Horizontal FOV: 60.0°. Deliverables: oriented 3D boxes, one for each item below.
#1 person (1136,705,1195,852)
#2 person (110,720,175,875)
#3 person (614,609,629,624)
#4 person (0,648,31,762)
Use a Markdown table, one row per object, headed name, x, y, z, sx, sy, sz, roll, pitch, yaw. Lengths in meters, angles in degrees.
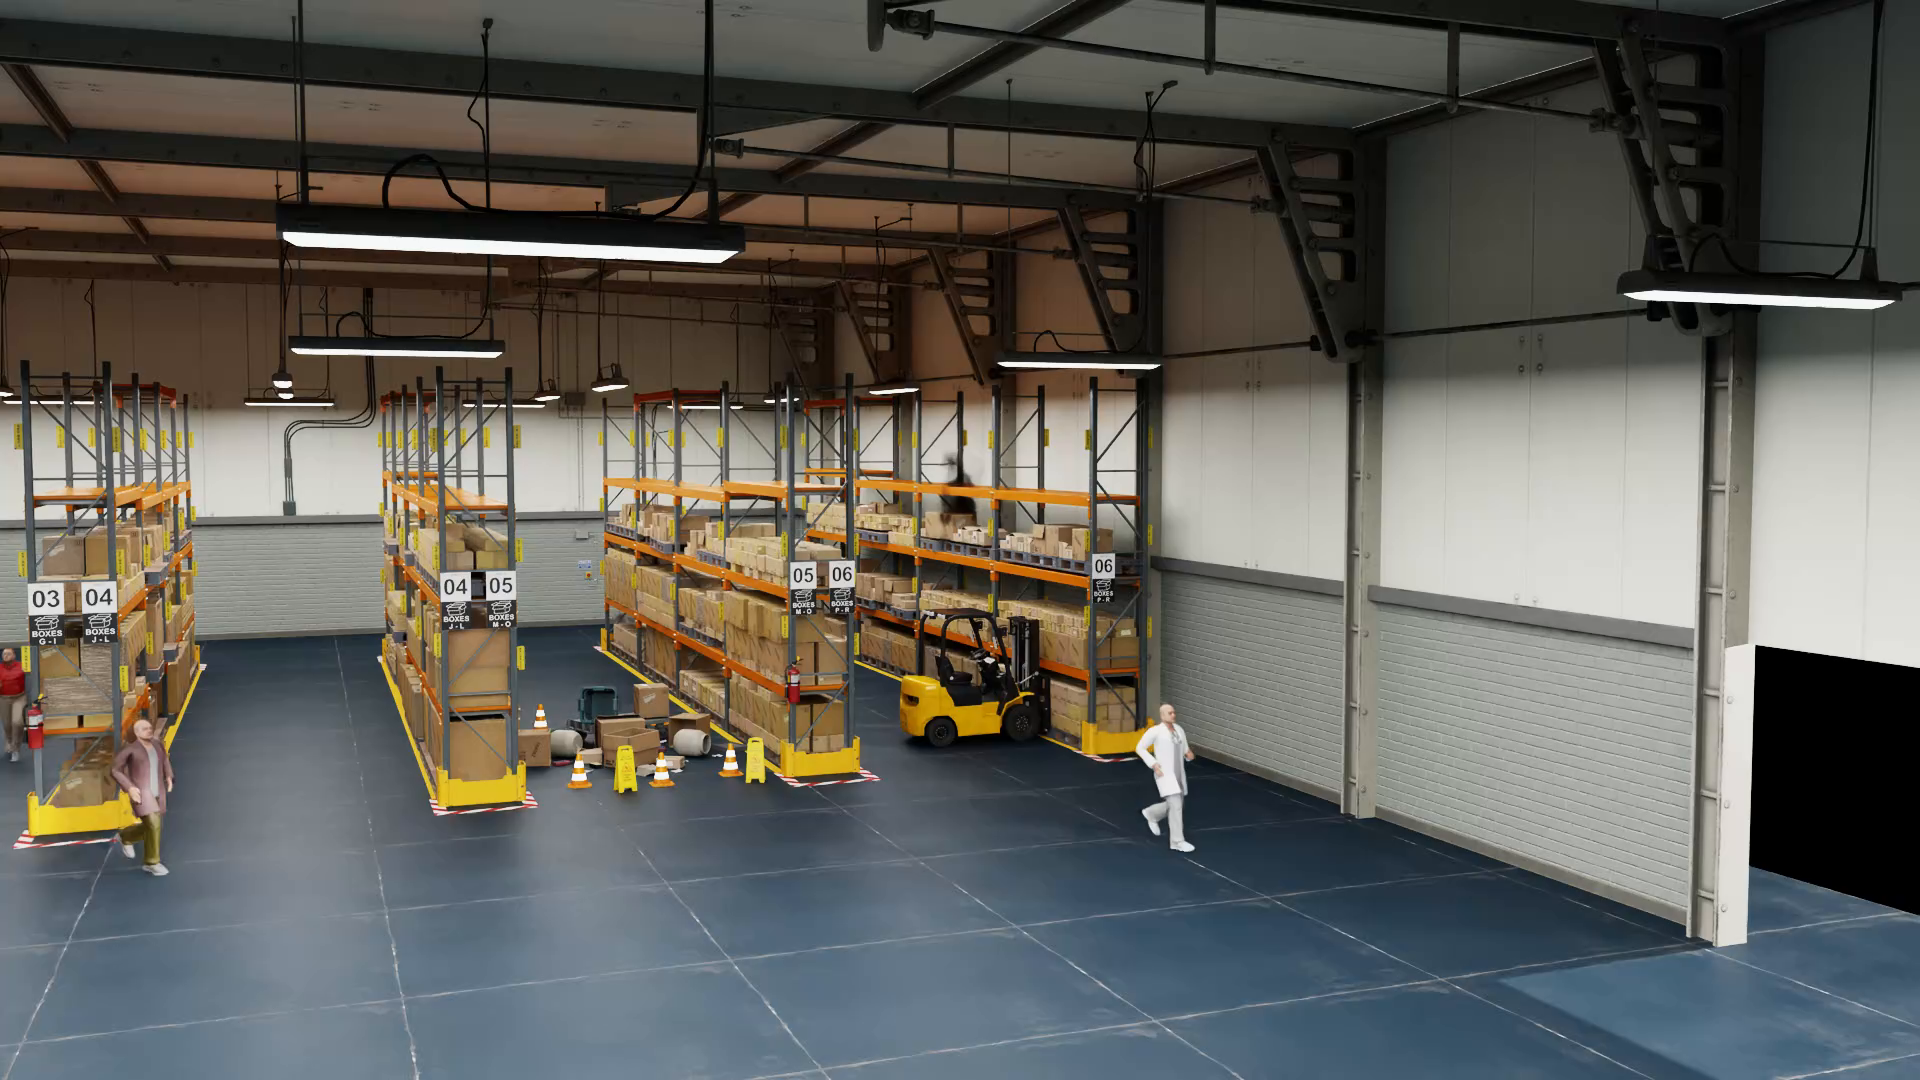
| name | x | y | z | sx | sy | sz | roll | pitch | yaw |
| --- | --- | --- | --- | --- | --- | --- | --- | --- | --- |
| person | 2.543 | 2.902 | 20.418 | 0.720 | 1.734 | 0.963 | -3 | 4 | -38 |
| person | -9.514 | 2.963 | 19.308 | 0.846 | 1.788 | 0.718 | 1 | 4 | 23 |
| person | -8.262 | 1.722 | 40.967 | 0.655 | 1.707 | 0.628 | 0 | 3 | -2 |
| person | -14.916 | 2.573 | 26.208 | 0.672 | 1.784 | 0.930 | -1 | 4 | -17 |
